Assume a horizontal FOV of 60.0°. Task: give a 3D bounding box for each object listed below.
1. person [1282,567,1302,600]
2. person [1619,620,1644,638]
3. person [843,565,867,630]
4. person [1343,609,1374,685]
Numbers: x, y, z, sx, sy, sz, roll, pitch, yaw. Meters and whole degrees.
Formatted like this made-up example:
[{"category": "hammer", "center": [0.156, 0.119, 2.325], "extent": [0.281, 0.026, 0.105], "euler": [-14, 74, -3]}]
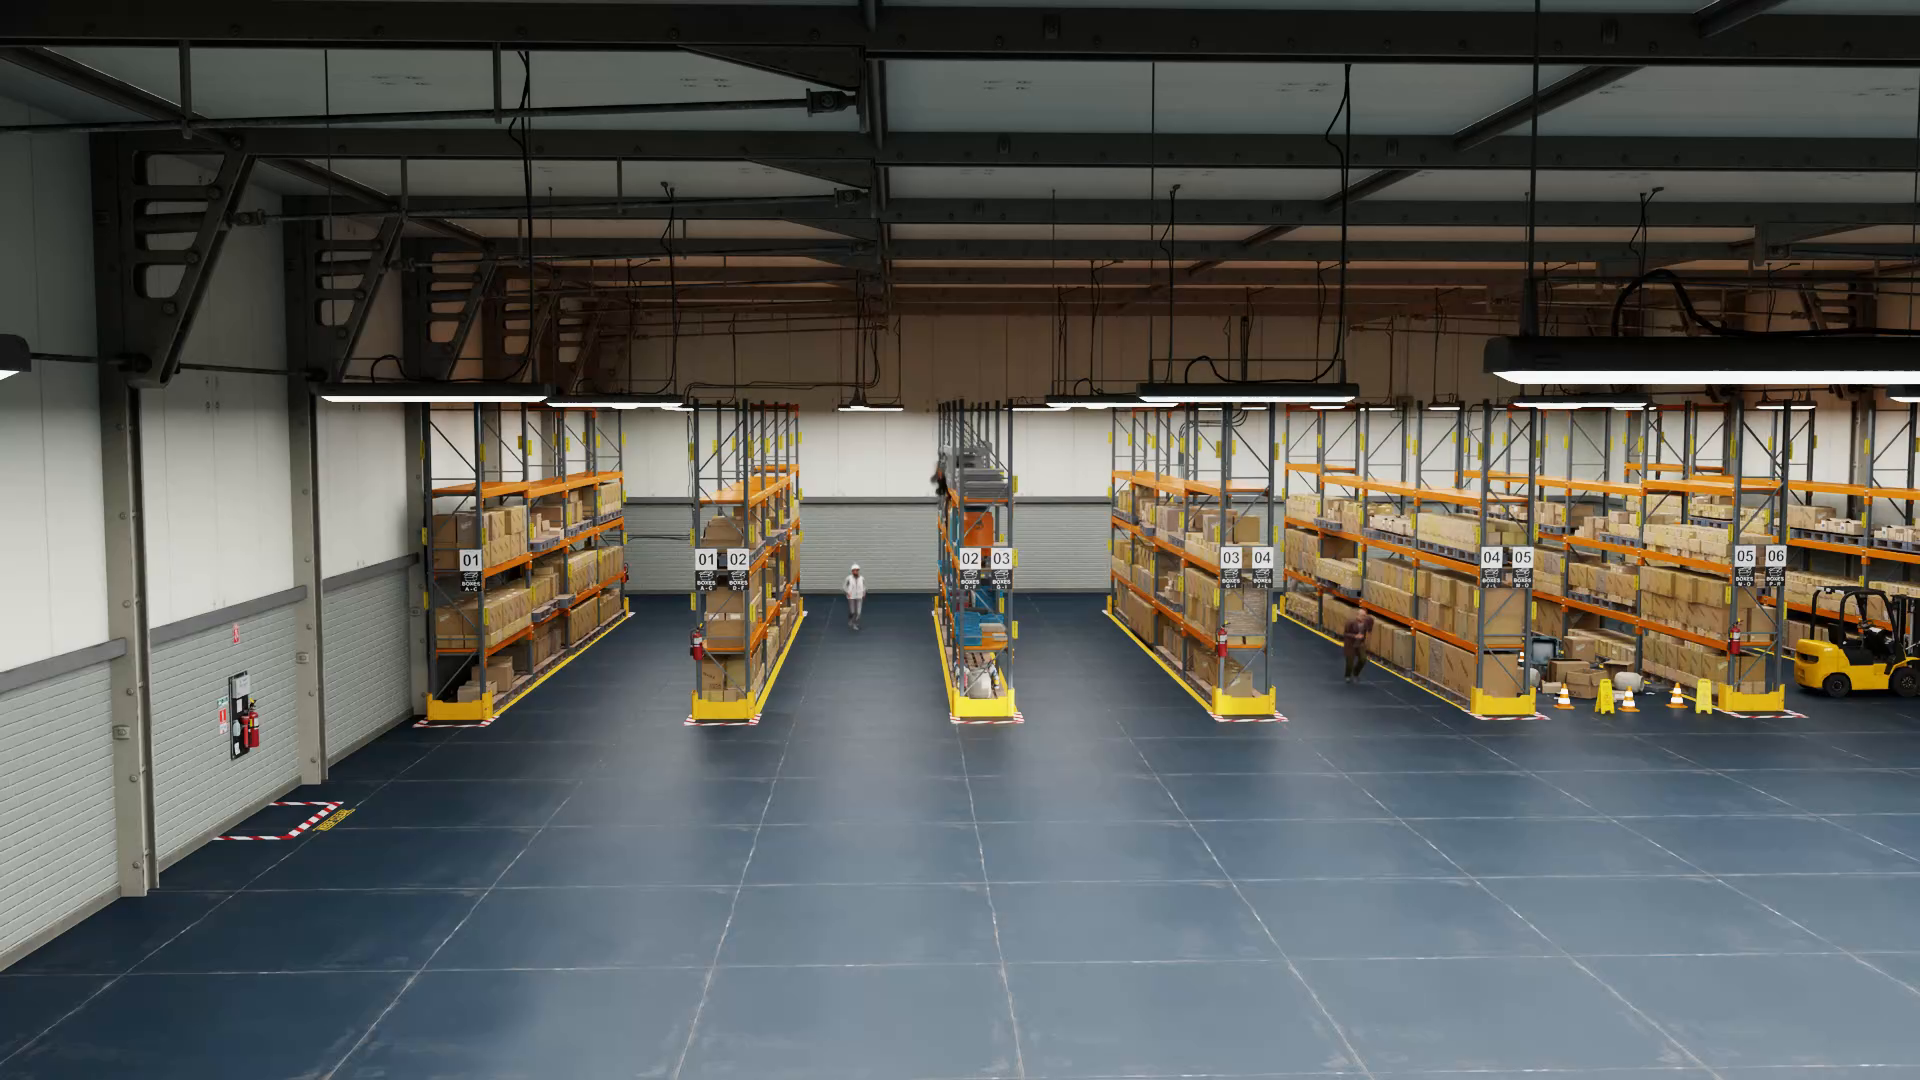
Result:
[{"category": "person", "center": [9.813, 1.143, 48.761], "extent": [0.968, 1.723, 0.662], "euler": [-1, 4, -15]}, {"category": "person", "center": [16.600, 1.785, 41.172], "extent": [0.552, 1.698, 1.015], "euler": [0, 4, -5]}, {"category": "person", "center": [-2.761, 1.518, 43.983], "extent": [0.640, 1.726, 0.577], "euler": [-1, 5, -17]}, {"category": "person", "center": [8.383, 2.239, 35.057], "extent": [0.740, 1.634, 1.014], "euler": [-1, 4, -9]}]
